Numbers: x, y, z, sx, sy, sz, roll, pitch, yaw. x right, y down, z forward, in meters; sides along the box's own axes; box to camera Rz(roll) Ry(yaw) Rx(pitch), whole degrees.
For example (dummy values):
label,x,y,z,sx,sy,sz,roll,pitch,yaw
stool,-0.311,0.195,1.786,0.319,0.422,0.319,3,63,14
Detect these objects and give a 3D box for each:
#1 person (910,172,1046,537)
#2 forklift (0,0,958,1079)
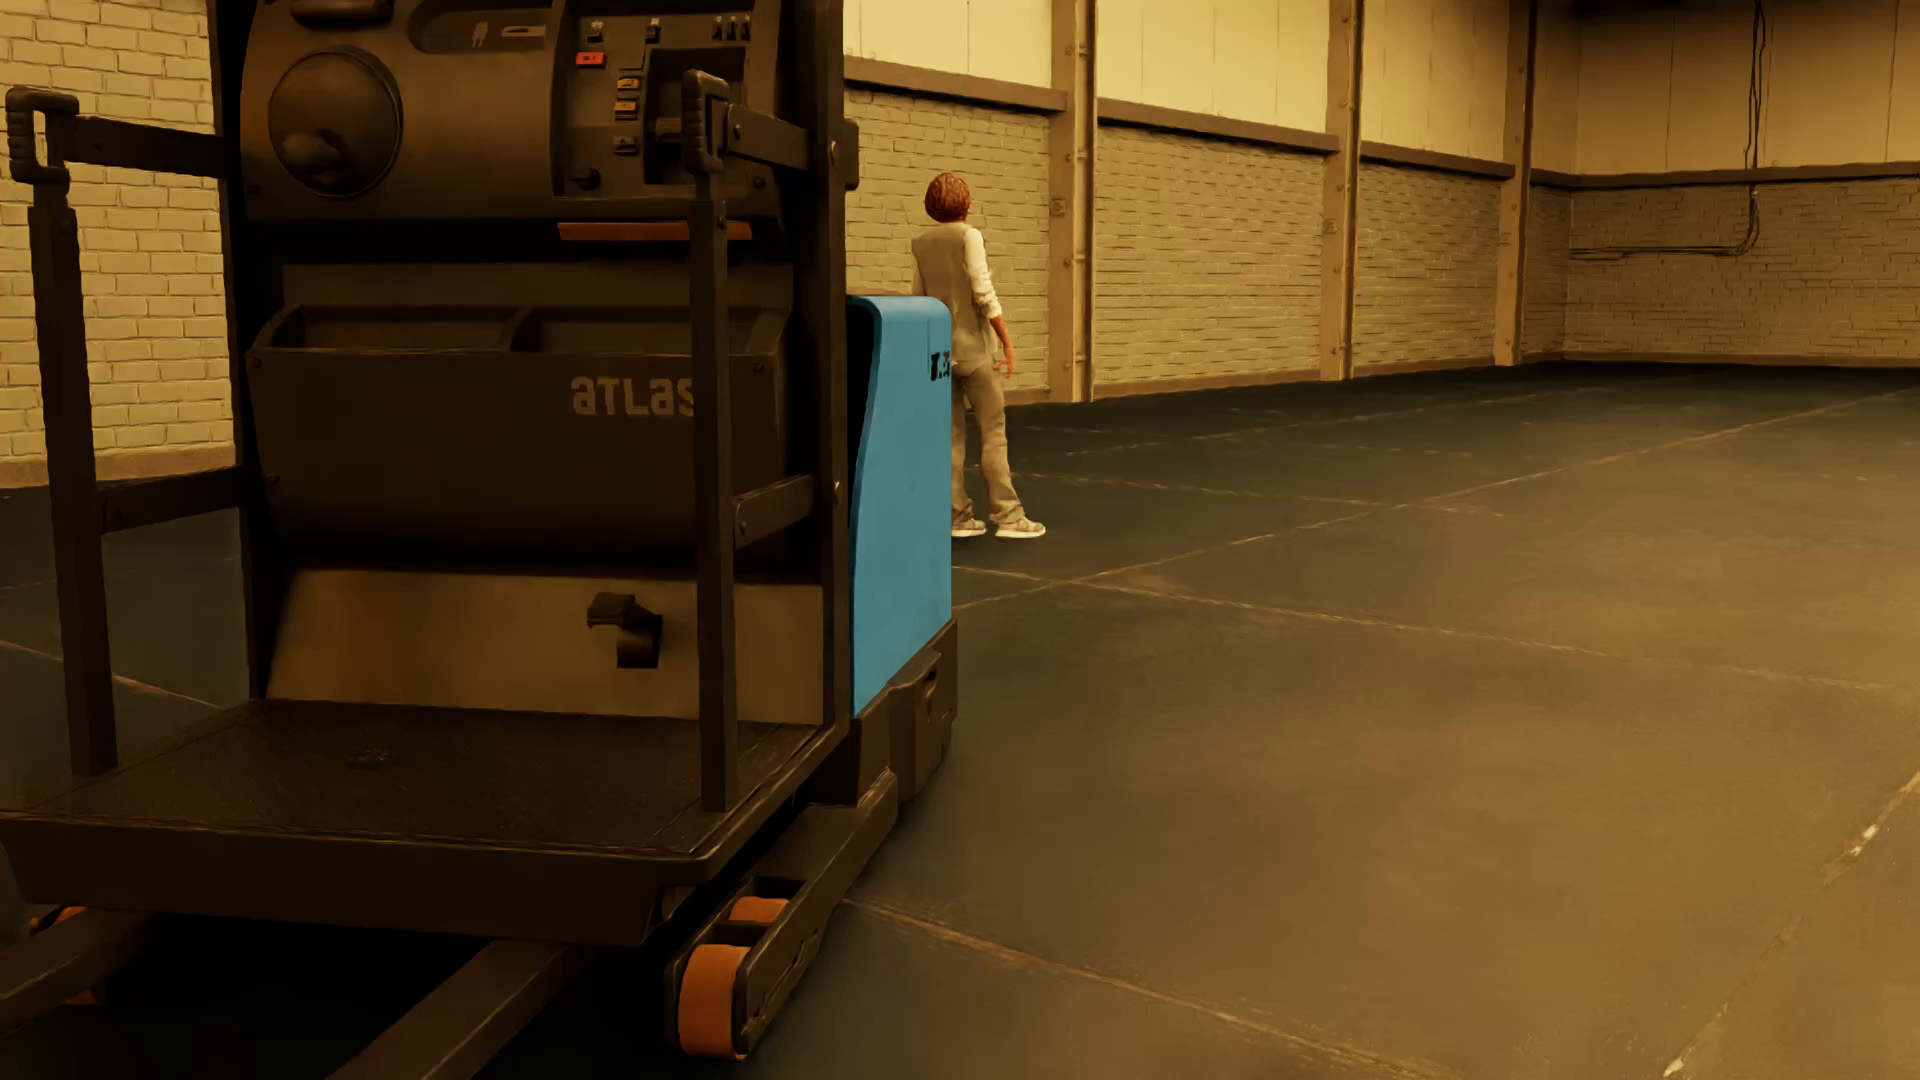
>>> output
label,x,y,z,sx,sy,sz,roll,pitch,yaw
person,0.057,-0.804,7.337,0.521,1.597,0.474,7,11,38
forklift,-0.778,-0.768,2.530,1.130,2.935,3.031,2,8,10
